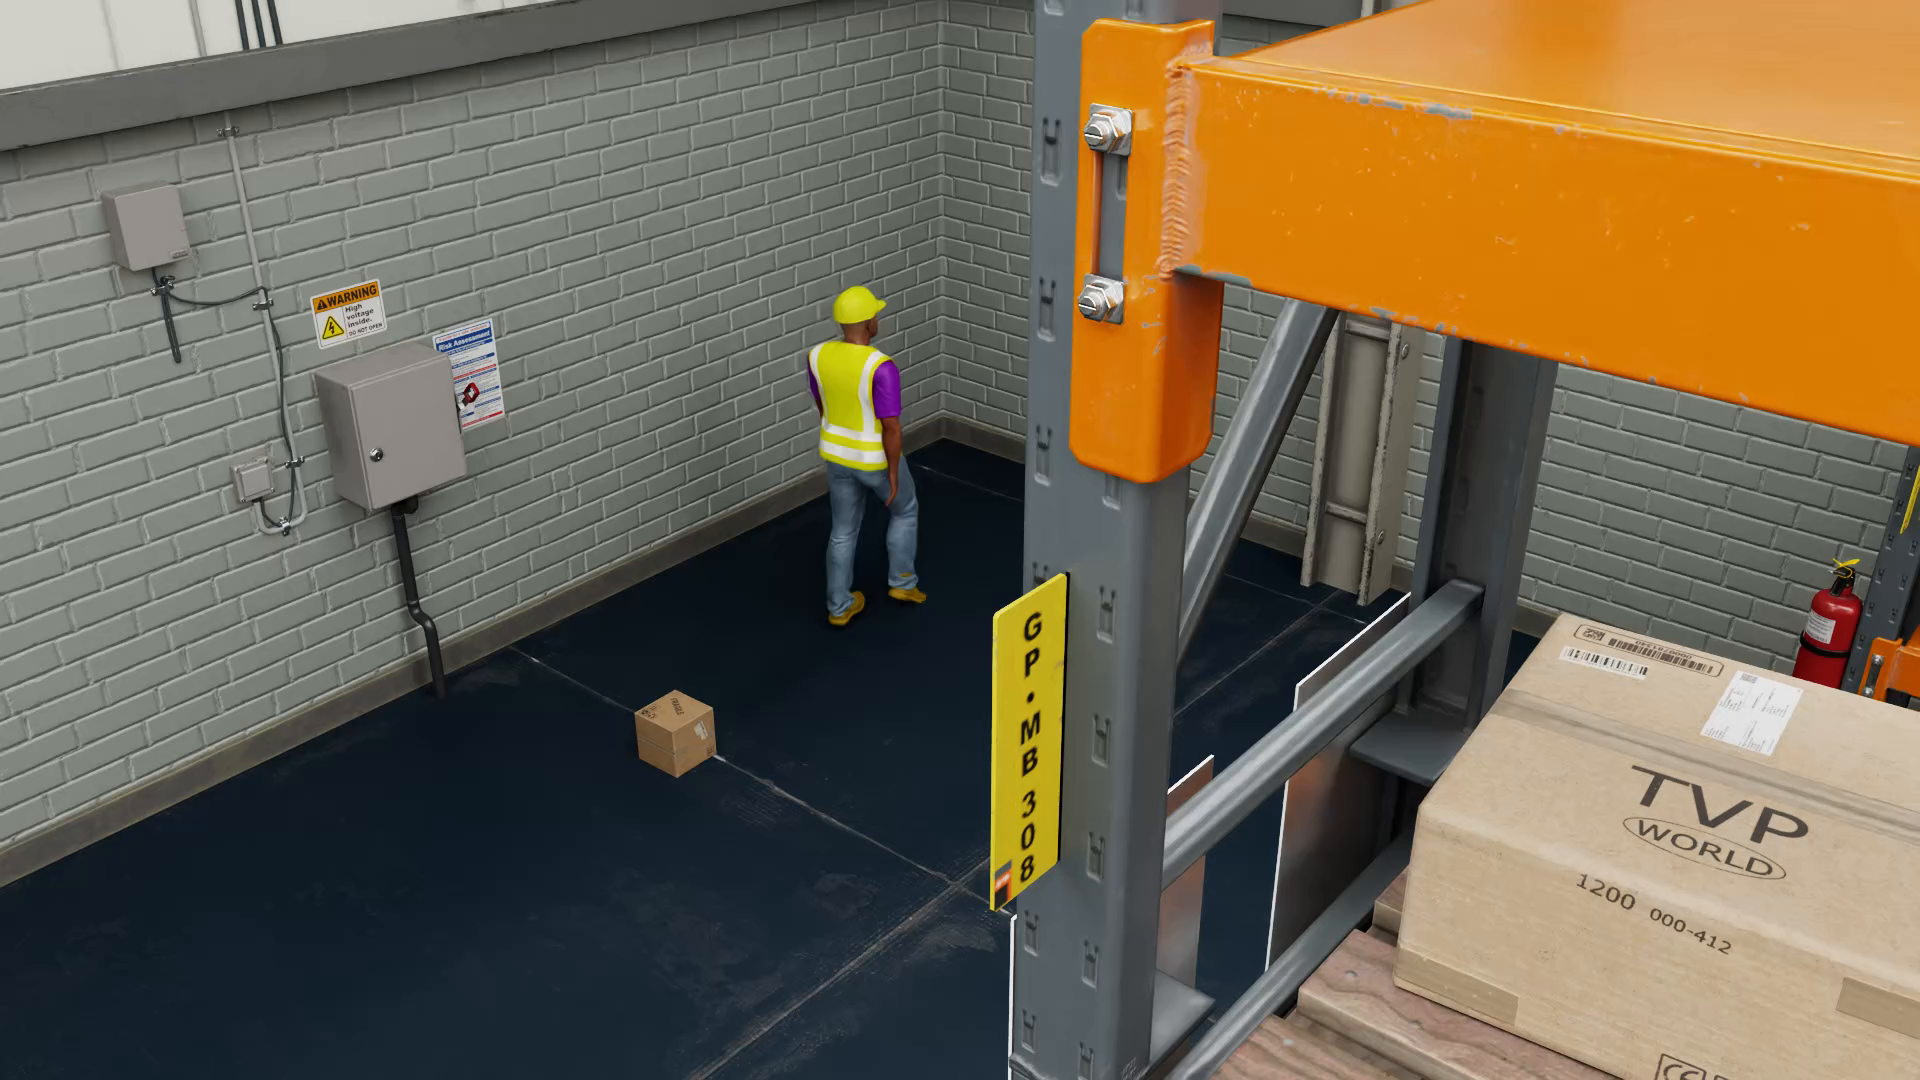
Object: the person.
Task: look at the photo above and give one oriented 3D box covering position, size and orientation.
[{"bbox_3d":[-0.478,-0.406,8.409,0.582,1.825,0.628,15,31,26],"label":"person"}]
